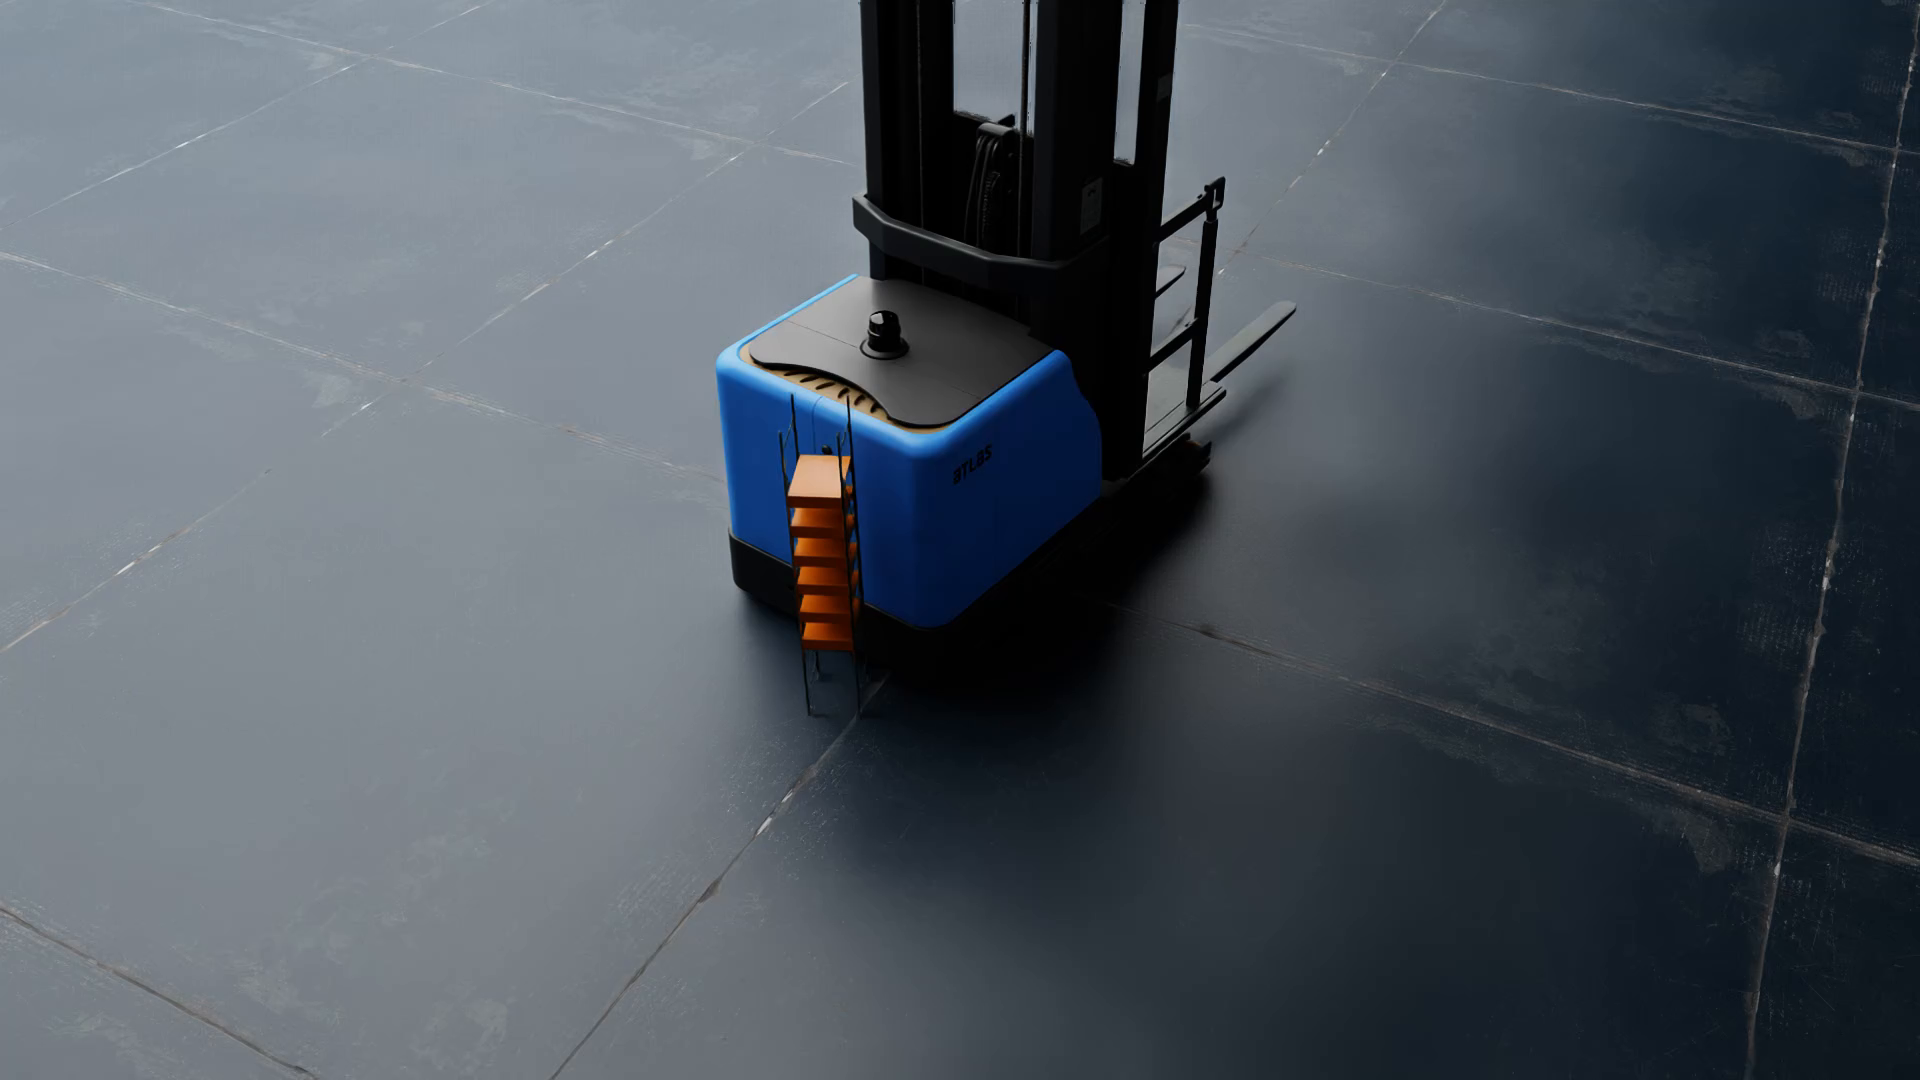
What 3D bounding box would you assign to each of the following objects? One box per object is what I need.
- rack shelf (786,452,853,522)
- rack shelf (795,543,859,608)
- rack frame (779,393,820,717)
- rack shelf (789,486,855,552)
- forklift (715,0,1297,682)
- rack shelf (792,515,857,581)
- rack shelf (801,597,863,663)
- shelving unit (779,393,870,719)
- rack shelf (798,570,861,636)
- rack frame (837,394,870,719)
[{"bbox_3d":[-0.457,-0.174,5.460,0.180,0.103,0.258,2,37,5],"label":"rack shelf"},{"bbox_3d":[-0.449,0.115,5.674,0.180,0.103,0.258,2,37,5],"label":"rack shelf"},{"bbox_3d":[-0.541,0.076,5.655,0.006,1.200,0.240,2,37,5],"label":"rack frame"},{"bbox_3d":[-0.454,-0.078,5.531,0.180,0.103,0.258,2,37,5],"label":"rack shelf"},{"bbox_3d":[0.412,-1.496,6.296,1.130,2.935,3.031,25,44,29],"label":"forklift"},{"bbox_3d":[-0.451,0.018,5.603,0.180,0.103,0.258,2,37,5],"label":"rack shelf"},{"bbox_3d":[-0.443,0.308,5.817,0.180,0.103,0.258,2,37,5],"label":"rack shelf"},{"bbox_3d":[-0.450,0.079,5.648,0.189,1.200,0.258,2,37,5],"label":"shelving unit"},{"bbox_3d":[-0.446,0.211,5.746,0.180,0.103,0.258,2,37,5],"label":"rack shelf"},{"bbox_3d":[-0.358,0.082,5.640,0.006,1.200,0.240,2,37,5],"label":"rack frame"}]
